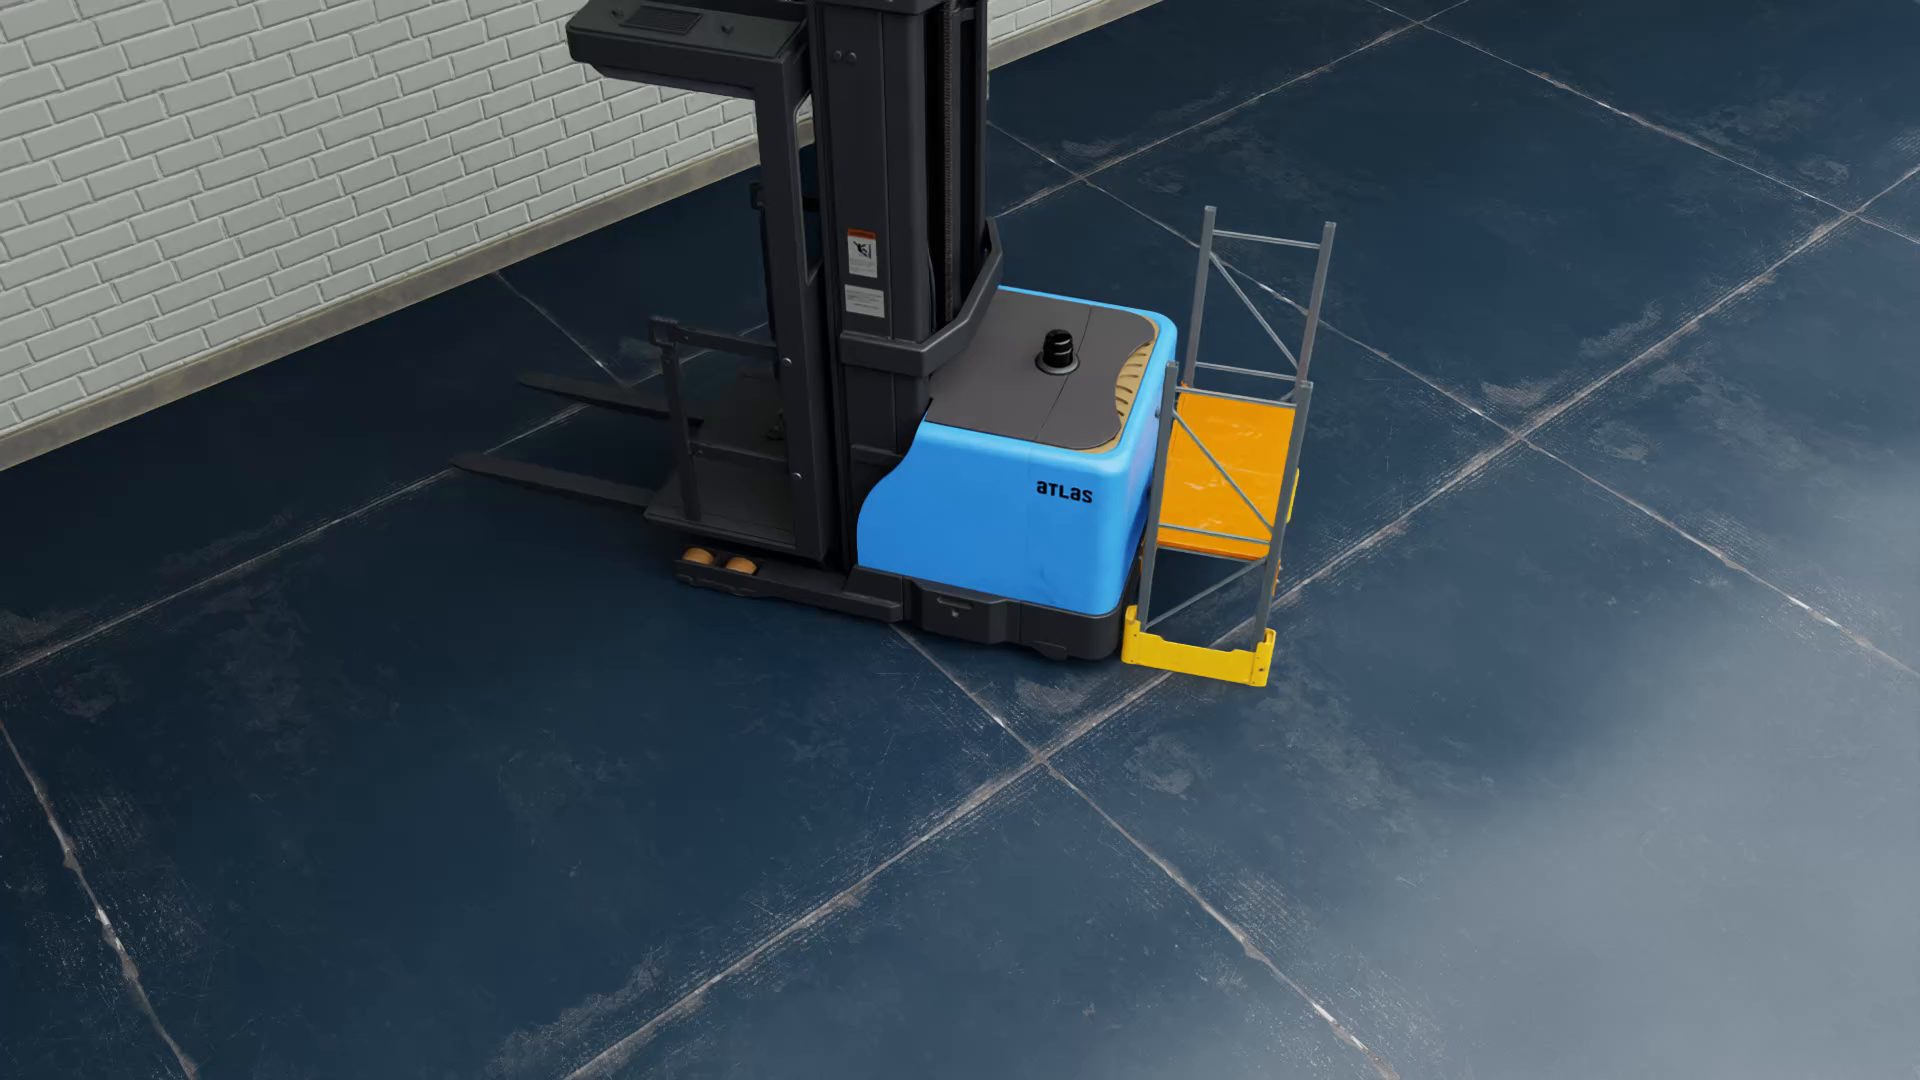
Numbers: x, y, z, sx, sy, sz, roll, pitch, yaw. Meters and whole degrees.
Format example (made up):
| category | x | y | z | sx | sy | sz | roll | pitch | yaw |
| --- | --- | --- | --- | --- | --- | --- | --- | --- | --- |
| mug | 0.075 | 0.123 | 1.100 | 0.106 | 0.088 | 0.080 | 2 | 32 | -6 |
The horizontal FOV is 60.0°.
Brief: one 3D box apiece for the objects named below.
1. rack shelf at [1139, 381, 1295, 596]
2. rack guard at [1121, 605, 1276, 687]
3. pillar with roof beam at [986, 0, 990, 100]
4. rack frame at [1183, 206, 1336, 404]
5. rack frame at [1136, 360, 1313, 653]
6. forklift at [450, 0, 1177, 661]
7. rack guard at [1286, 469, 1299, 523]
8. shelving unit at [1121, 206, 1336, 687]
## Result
| category | x | y | z | sx | sy | sz | roll | pitch | yaw |
| --- | --- | --- | --- | --- | --- | --- | --- | --- | --- |
| rack shelf | 1.061 | -0.227 | 6.655 | 0.538 | 0.185 | 1.000 | 10 | 44 | 10 |
| rack guard | 0.942 | 0.422 | 6.614 | 0.587 | 0.250 | 0.087 | 10 | 44 | 10 |
| pillar with roof beam | 2.692 | -3.695 | 4.611 | 0.400 | 9.000 | 9.100 | -30 | 51 | -28 |
| rack frame | 1.182 | -0.696 | 6.891 | 0.500 | 1.500 | 0.032 | 10 | 44 | 10 |
| rack frame | 0.943 | -0.019 | 6.171 | 0.500 | 1.500 | 0.032 | 10 | 44 | 10 |
| forklift | -0.695 | -1.165 | 6.350 | 3.031 | 2.935 | 1.130 | 12 | 44 | 12 |
| rack guard | 1.176 | -0.241 | 7.319 | 0.587 | 0.250 | 0.087 | 10 | 44 | 10 |
| shelving unit | 1.065 | -0.364 | 6.538 | 0.587 | 1.500 | 1.083 | 10 | 44 | 10 |
